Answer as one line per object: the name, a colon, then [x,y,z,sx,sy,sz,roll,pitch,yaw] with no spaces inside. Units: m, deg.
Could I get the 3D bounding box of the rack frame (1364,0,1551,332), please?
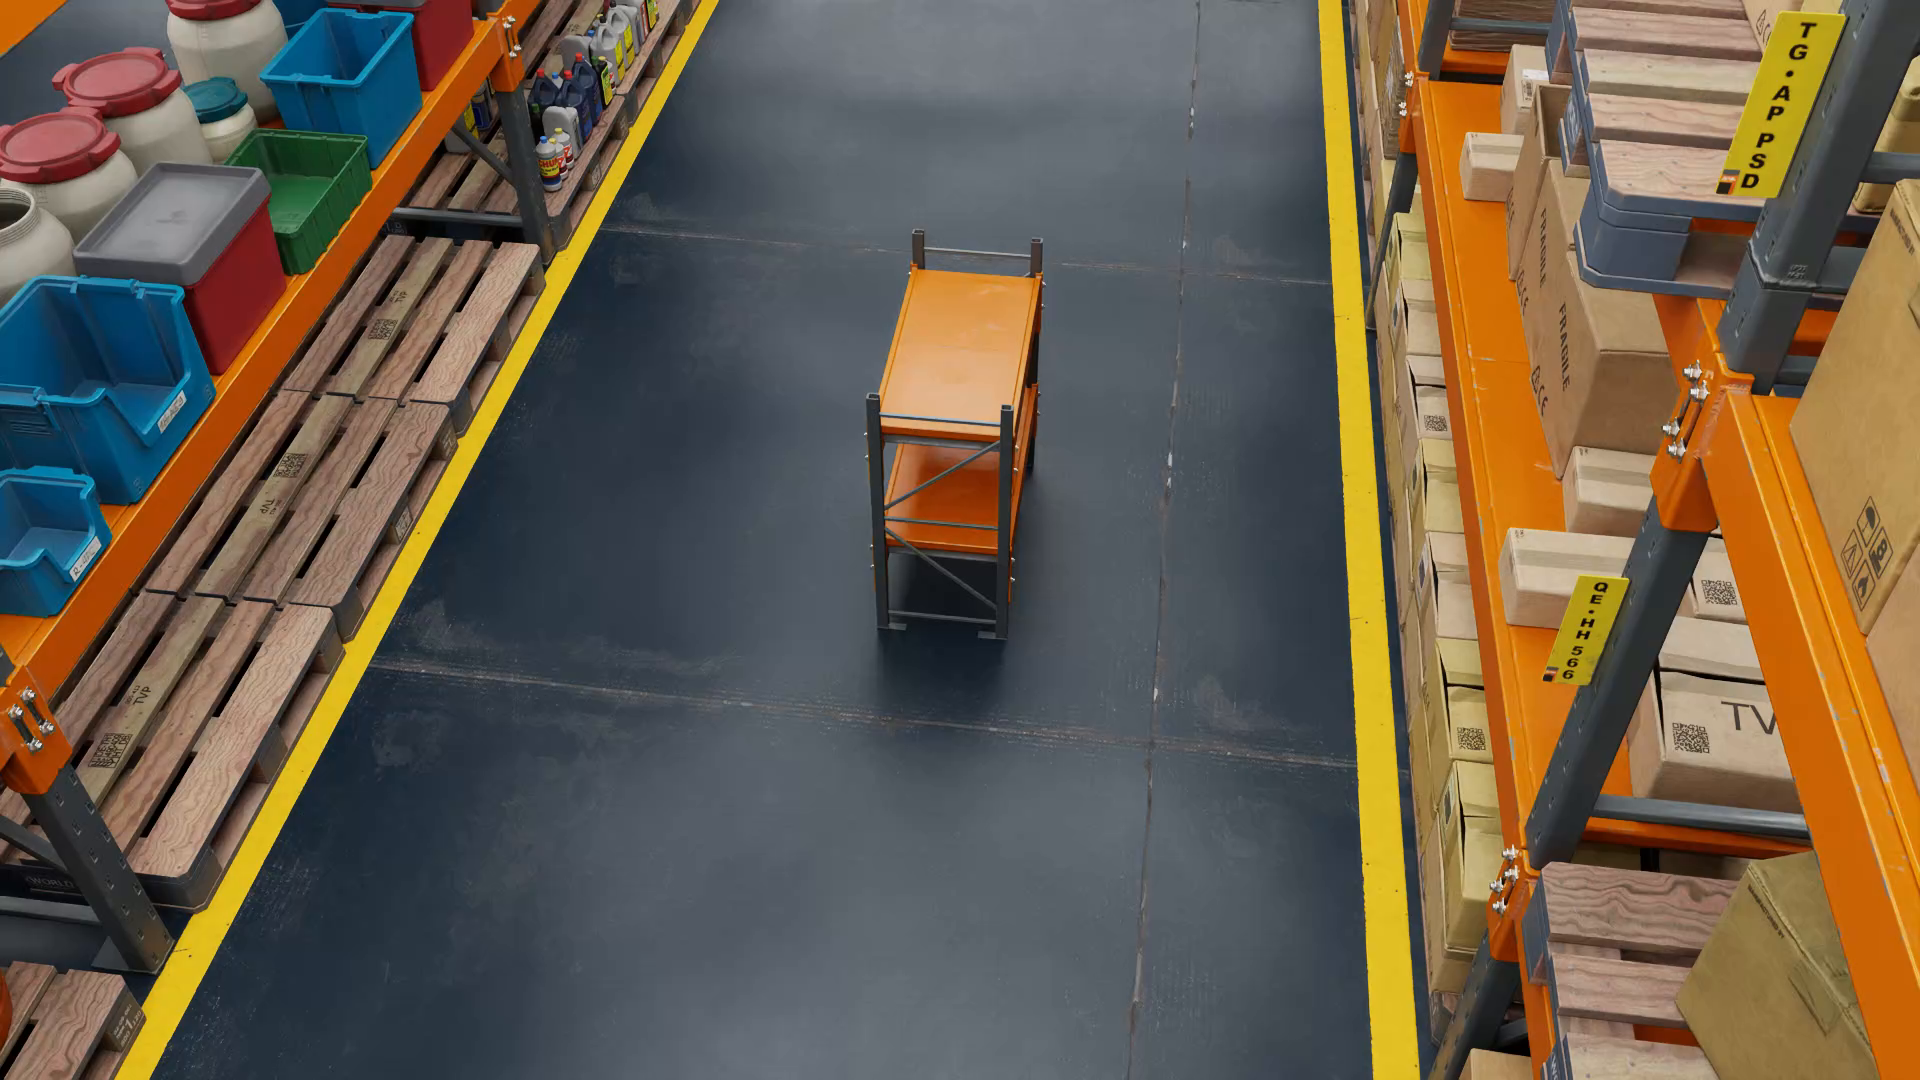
rack frame: [2.401,-2.063,6.748,1.000,3.000,0.127,5,44,6]

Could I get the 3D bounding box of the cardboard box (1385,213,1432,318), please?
cardboard box: [2.100,-1.162,7.082,0.500,0.311,0.500,5,44,6]

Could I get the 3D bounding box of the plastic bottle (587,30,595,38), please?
plastic bottle: [-2.010,-2.698,9.134,0.097,0.201,0.097,0,43,0]

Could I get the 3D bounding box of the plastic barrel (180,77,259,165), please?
plastic barrel: [-2.835,-1.578,6.335,0.301,0.262,0.301,0,43,0]

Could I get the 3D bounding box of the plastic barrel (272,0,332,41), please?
plastic barrel: [-2.860,-2.462,6.804,0.600,0.901,0.708,5,44,6]

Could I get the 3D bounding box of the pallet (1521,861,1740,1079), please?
pallet: [1.852,1.201,3.440,1.213,0.211,1.003,5,44,6]

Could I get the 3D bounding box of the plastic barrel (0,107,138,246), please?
plastic barrel: [-3.006,-1.139,5.672,0.433,0.535,0.433,0,43,0]

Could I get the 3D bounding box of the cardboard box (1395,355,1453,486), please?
cardboard box: [1.961,-0.469,6.350,0.500,0.311,0.500,4,44,4]

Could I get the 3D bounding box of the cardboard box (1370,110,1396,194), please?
cardboard box: [2.322,-1.893,8.262,0.500,0.250,0.500,5,44,6]

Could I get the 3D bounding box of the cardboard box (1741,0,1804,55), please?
cardboard box: [1.928,-1.198,3.455,0.500,0.250,0.500,6,44,7]

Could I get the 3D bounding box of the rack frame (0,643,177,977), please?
rack frame: [-3.037,0.210,4.347,1.000,3.000,0.127,5,44,6]

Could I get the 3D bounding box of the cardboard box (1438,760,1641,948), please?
cardboard box: [1.698,0.926,4.877,0.500,0.311,0.500,6,44,7]

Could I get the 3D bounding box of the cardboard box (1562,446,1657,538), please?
cardboard box: [1.985,-0.120,4.878,0.380,0.149,0.250,8,44,9]

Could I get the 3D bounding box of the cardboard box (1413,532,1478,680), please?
cardboard box: [1.829,0.227,5.615,0.500,0.311,0.500,5,44,5]

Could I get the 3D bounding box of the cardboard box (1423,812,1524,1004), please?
cardboard box: [1.700,1.128,5.072,0.500,0.250,0.500,6,44,7]

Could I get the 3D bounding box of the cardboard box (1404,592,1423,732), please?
cardboard box: [1.834,0.434,5.805,0.500,0.250,0.500,6,44,6]

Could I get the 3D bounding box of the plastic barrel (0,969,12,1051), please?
plastic barrel: [-3.085,1.180,4.595,0.600,0.830,0.708,5,44,6]

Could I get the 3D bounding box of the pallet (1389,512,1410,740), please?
pallet: [2.184,0.289,6.292,1.003,0.211,1.213,5,44,6]

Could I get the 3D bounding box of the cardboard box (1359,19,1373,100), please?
cardboard box: [2.439,-2.576,8.983,0.500,0.250,0.500,5,44,6]

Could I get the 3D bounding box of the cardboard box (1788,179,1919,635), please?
cardboard box: [1.848,-0.162,2.486,0.910,0.500,0.500,5,44,6]

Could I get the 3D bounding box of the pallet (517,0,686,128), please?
pallet: [-2.219,-2.791,9.544,1.003,0.211,1.213,5,44,6]

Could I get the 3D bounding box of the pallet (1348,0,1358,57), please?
pallet: [2.870,-3.252,10.031,1.003,0.211,1.213,5,44,6]

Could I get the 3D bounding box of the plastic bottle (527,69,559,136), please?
plastic bottle: [-2.133,-2.240,8.540,0.144,0.351,0.185,5,44,6]

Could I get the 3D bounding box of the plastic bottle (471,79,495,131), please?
plastic bottle: [-2.533,-2.286,8.644,0.152,0.276,0.135,5,44,6]

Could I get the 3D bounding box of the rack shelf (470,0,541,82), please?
rack shelf: [-2.244,-3.618,8.913,1.077,0.370,4.000,5,44,6]

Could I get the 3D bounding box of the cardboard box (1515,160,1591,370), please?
cardboard box: [2.148,-0.877,5.422,0.500,0.500,0.500,5,44,6]

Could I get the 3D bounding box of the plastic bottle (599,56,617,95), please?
plastic bottle: [-1.905,-2.492,8.915,0.097,0.201,0.097,0,43,0]

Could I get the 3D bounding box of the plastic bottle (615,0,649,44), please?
plastic bottle: [-1.848,-2.952,9.347,0.152,0.276,0.135,6,44,6]

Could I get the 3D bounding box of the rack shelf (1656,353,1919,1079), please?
rack shelf: [1.608,1.198,1.645,1.077,0.370,4.000,5,44,6]

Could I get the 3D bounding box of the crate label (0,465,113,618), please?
crate label: [-2.610,0.018,4.671,0.303,0.233,0.416,5,44,6]

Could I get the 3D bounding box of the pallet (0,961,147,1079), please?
pallet: [-3.100,1.764,4.734,1.003,0.211,1.213,5,44,6]

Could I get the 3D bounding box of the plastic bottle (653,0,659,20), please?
plastic bottle: [-1.788,-3.094,9.552,0.097,0.201,0.097,0,43,0]

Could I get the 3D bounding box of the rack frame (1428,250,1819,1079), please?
rack frame: [1.872,0.663,3.868,1.000,3.000,0.127,5,44,6]

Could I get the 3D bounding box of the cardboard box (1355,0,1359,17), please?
cardboard box: [2.576,-3.257,9.703,0.500,0.250,0.500,5,44,6]

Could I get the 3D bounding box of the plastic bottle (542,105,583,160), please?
plastic bottle: [-2.016,-2.087,8.434,0.152,0.276,0.135,7,44,7]

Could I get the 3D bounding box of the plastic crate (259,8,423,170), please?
plastic crate: [-2.346,-1.730,6.407,0.392,0.384,0.575,5,44,6]

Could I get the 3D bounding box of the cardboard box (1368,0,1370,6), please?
cardboard box: [2.521,-3.188,9.084,0.500,0.500,0.500,5,44,6]

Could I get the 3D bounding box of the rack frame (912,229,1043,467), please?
rack frame: [0.066,-0.750,6.724,0.500,1.125,0.032,5,44,6]

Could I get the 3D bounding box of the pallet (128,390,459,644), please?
pallet: [-2.732,-0.131,6.735,1.003,0.211,1.213,5,44,6]

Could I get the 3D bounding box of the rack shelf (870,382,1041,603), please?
rack shelf: [-0.001,-0.226,6.526,0.538,0.278,1.000,5,44,6]

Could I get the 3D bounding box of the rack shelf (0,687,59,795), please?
rack shelf: [-3.301,1.834,3.154,1.077,0.370,4.000,5,44,6]

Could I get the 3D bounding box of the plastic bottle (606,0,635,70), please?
plastic bottle: [-1.884,-2.772,9.102,0.144,0.351,0.185,7,44,7]

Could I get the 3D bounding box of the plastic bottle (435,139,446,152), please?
plastic bottle: [-2.709,-2.179,8.476,0.144,0.351,0.185,4,44,4]

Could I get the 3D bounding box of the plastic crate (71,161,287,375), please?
plastic crate: [-2.520,-0.887,5.458,0.402,0.464,0.583,5,44,6]

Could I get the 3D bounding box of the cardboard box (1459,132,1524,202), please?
cardboard box: [2.081,-1.387,6.216,0.380,0.149,0.250,5,44,6]

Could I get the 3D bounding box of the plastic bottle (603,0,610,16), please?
plastic bottle: [-1.954,-2.964,9.354,0.061,0.283,0.133,5,44,6]

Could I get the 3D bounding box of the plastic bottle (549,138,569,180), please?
plastic bottle: [-2.018,-1.906,8.297,0.097,0.201,0.097,0,43,0]

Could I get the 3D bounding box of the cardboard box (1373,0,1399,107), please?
cardboard box: [2.386,-2.506,8.364,0.500,0.500,0.500,5,44,6]

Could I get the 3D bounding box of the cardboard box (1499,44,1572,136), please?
cardboard box: [2.379,-1.669,6.441,0.500,0.250,0.500,8,44,8]

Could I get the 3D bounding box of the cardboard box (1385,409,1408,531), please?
cardboard box: [1.968,-0.264,6.541,0.500,0.250,0.500,4,44,4]

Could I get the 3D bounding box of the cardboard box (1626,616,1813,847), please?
cardboard box: [1.964,0.451,4.157,0.500,0.311,0.500,8,44,8]

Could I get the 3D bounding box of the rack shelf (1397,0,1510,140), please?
rack shelf: [2.666,-3.165,8.434,1.077,0.370,4.000,5,44,6]

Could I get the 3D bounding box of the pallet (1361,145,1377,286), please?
pallet: [2.548,-1.589,8.275,1.003,0.211,1.213,5,44,6]

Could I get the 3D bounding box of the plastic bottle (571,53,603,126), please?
plastic bottle: [-1.965,-2.355,8.662,0.144,0.351,0.185,4,44,4]

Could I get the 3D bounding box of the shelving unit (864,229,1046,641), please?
shelving unit: [-0.001,-0.404,6.358,0.538,1.125,1.048,5,44,6]

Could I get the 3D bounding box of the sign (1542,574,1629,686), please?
sign: [1.322,0.194,3.521,0.100,0.325,0.005,5,44,6]

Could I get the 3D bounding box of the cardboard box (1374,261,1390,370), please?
cardboard box: [2.102,-0.965,7.282,0.500,0.250,0.500,4,44,5]

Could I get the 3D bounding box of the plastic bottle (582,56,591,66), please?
plastic bottle: [-1.983,-2.430,8.799,0.097,0.271,0.097,0,43,0]
